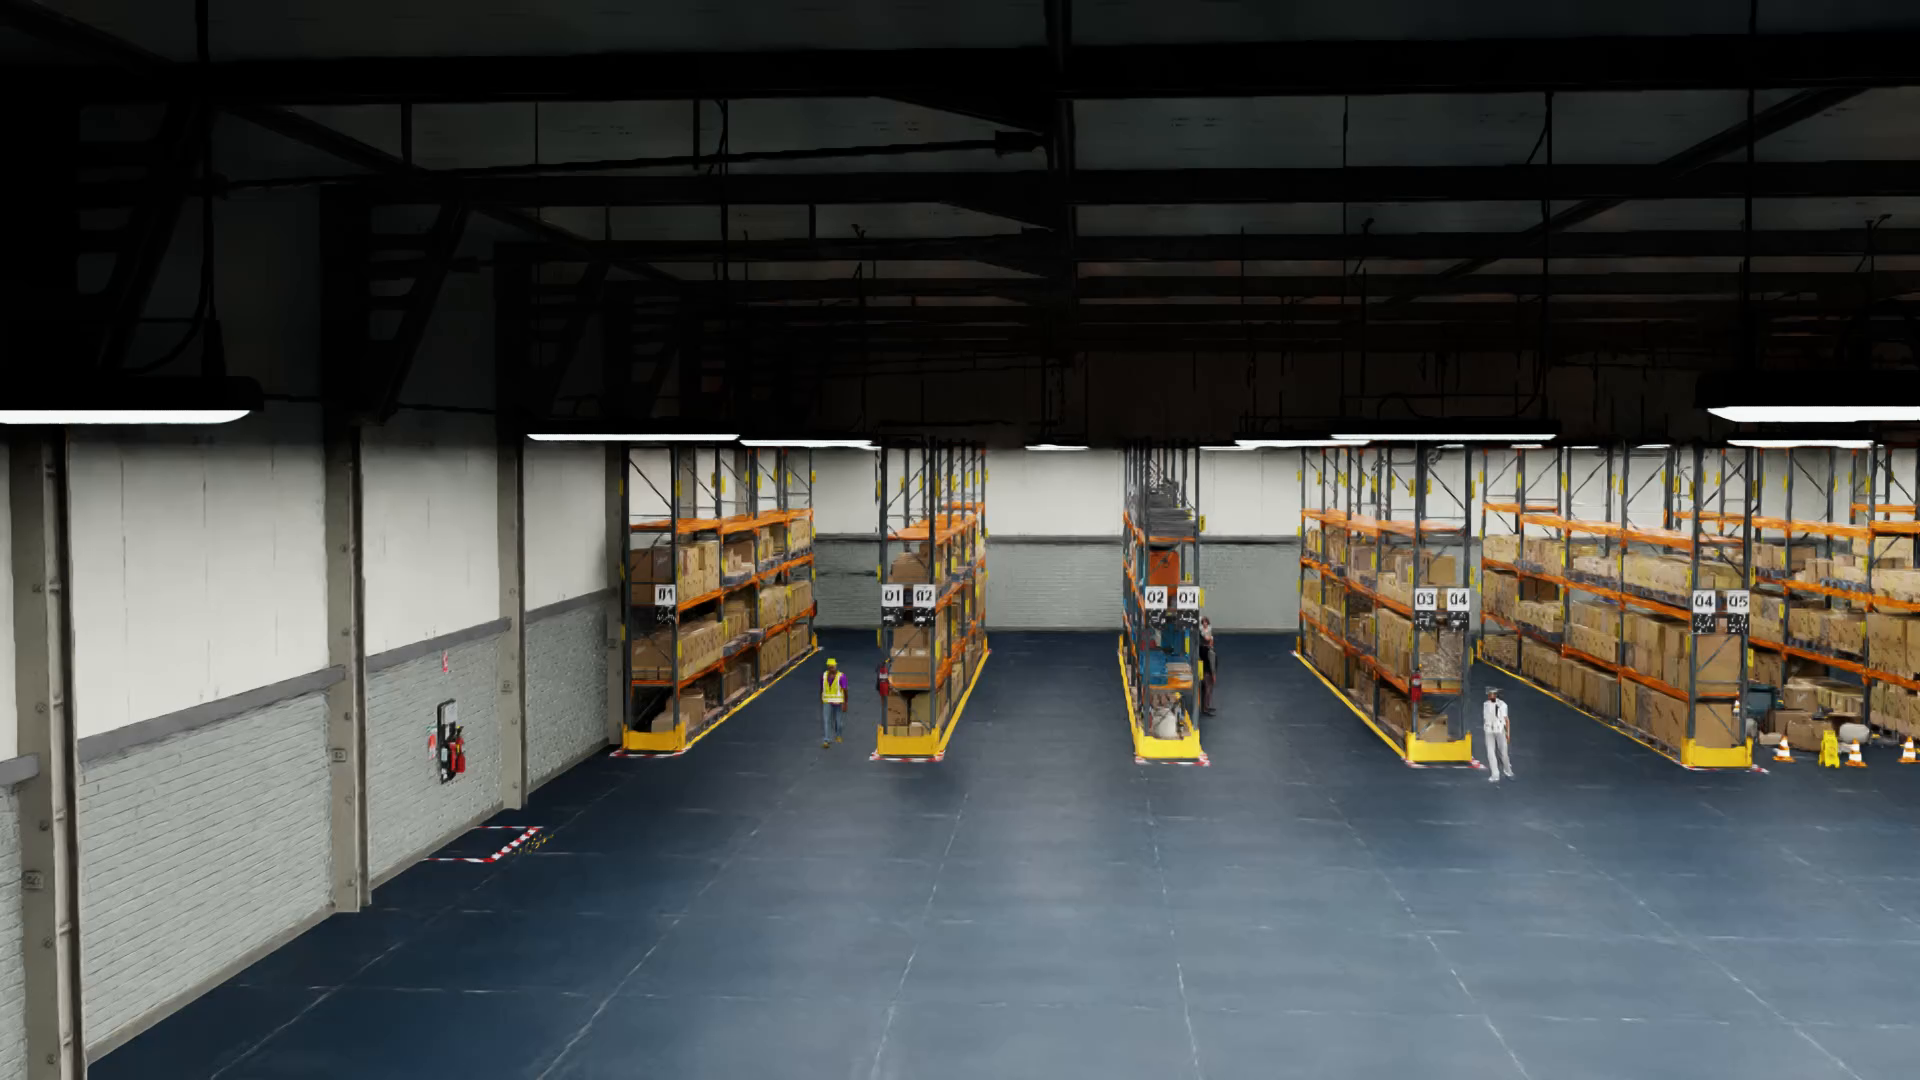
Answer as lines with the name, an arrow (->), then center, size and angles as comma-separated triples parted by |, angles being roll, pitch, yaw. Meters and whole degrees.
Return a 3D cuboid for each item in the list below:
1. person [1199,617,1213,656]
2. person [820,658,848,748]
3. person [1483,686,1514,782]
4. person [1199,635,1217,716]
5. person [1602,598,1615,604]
person -> 6.215, 2.691, 42.238 | 0.417, 1.517, 1.037 | 0, 3, 7
person -> -2.453, 3.139, 32.286 | 0.591, 1.716, 1.041 | 0, 3, 4
person -> 9.361, 3.349, 28.901 | 0.513, 1.661, 0.550 | 3, 4, 41
person -> 5.412, 2.913, 36.085 | 0.463, 1.731, 0.598 | -1, 3, -19
person -> 19.438, 2.256, 49.853 | 0.604, 1.605, 0.742 | -1, 3, -17
